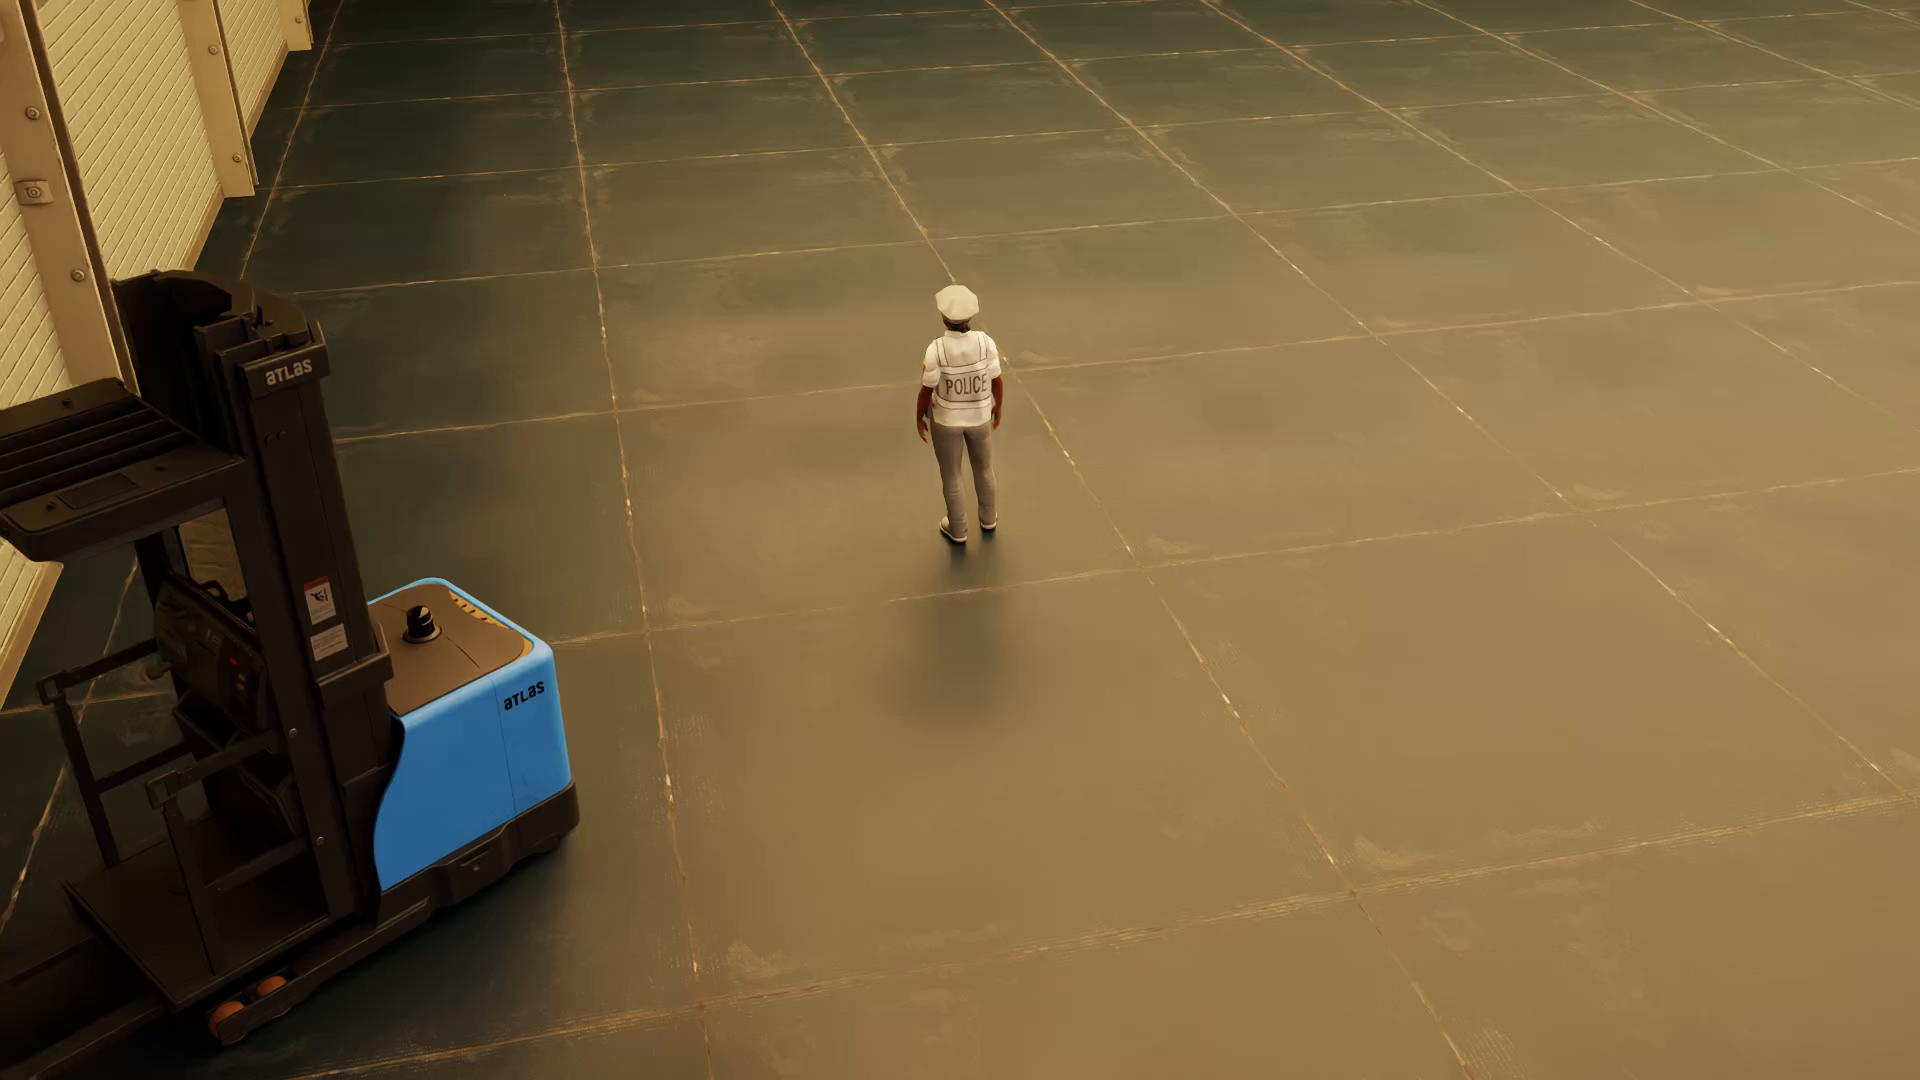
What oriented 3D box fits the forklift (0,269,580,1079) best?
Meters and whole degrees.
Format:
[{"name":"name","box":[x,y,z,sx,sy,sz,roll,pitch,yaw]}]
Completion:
[{"name":"forklift","box":[-3.197,0.527,6.664,1.130,2.935,3.031,25,38,36]}]

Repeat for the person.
[{"name":"person","box":[0.001,-0.779,10.139,0.570,1.697,0.528,-7,31,-12]}]
